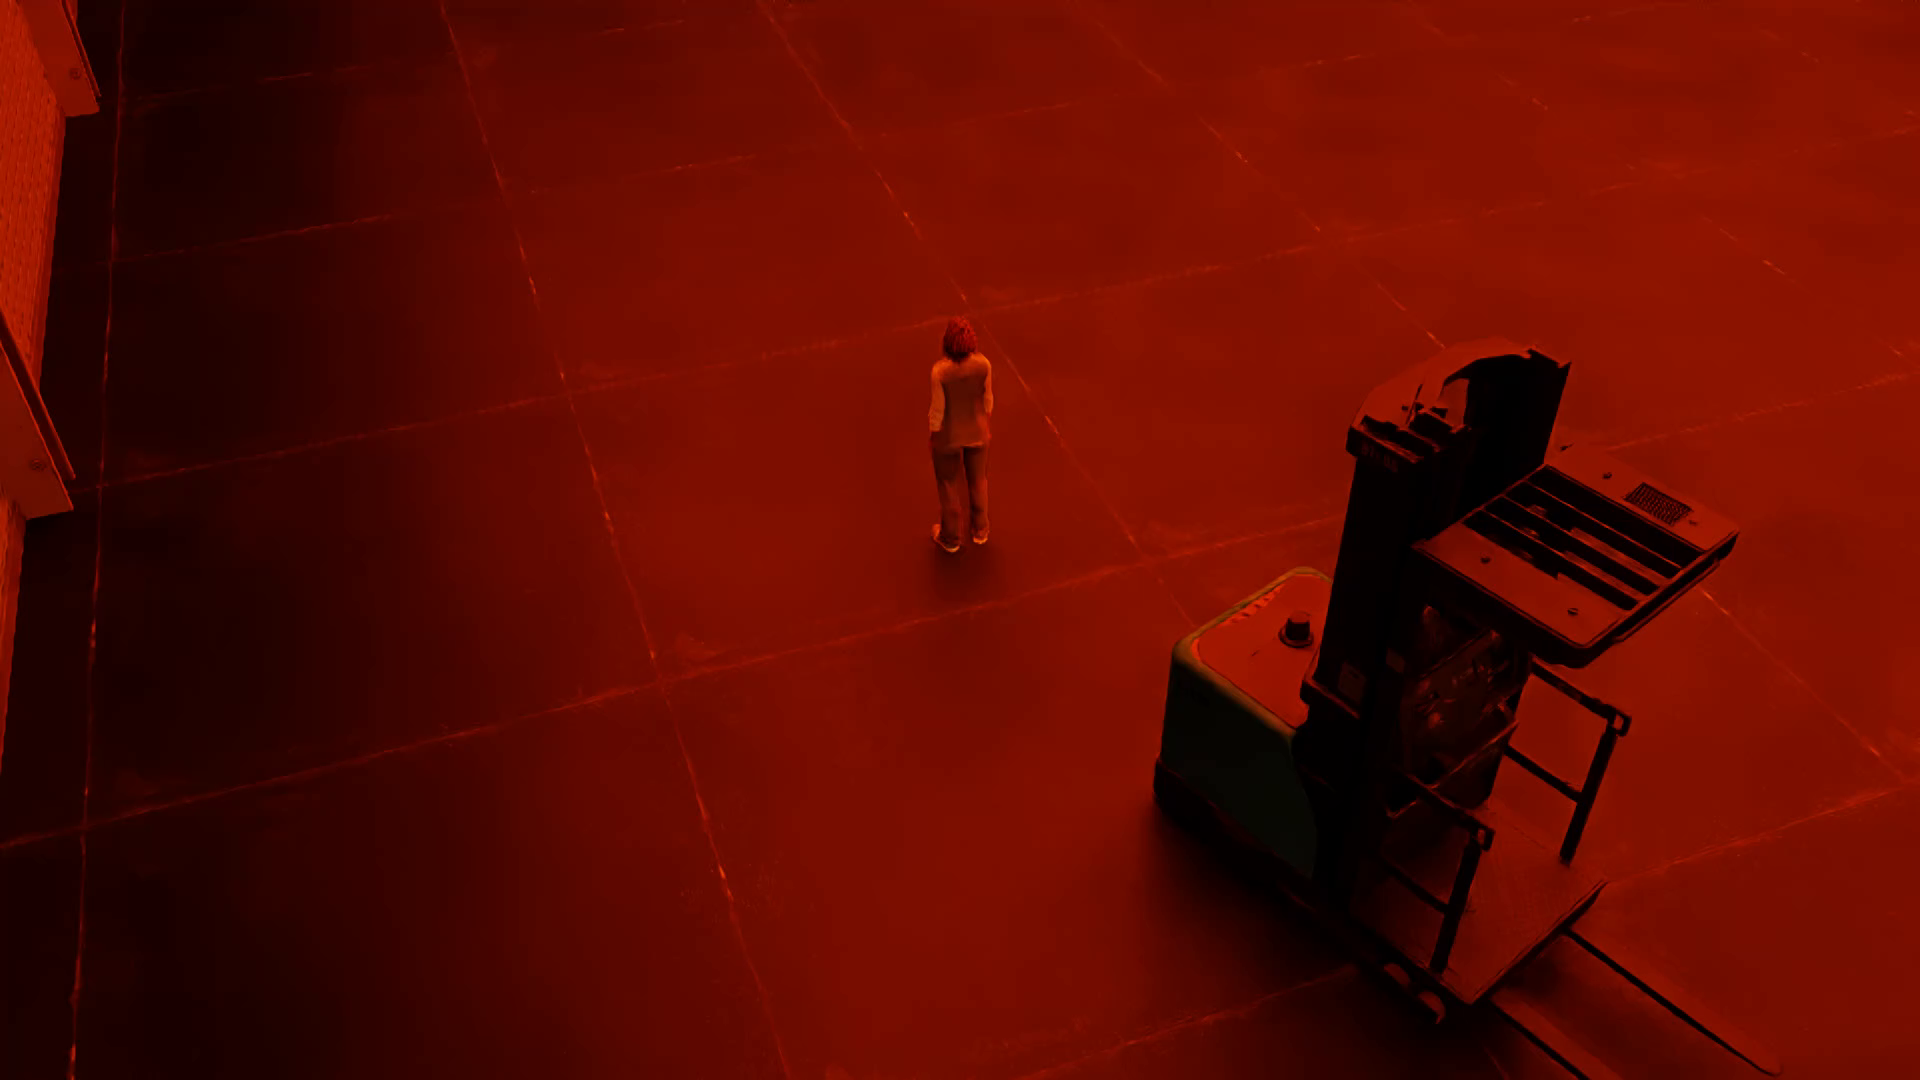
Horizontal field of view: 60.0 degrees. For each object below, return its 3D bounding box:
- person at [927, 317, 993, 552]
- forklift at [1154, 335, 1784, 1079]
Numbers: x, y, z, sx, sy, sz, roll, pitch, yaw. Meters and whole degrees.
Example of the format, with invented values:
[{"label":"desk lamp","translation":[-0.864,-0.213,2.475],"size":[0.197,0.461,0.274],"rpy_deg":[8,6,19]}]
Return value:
[{"label":"person","translation":[-0.003,-0.618,9.768],"size":[0.405,1.604,0.310],"rpy_deg":[-13,42,-15]},{"label":"forklift","translation":[2.339,0.734,7.123],"size":[1.130,2.935,3.031],"rpy_deg":[-28,48,-30]}]
